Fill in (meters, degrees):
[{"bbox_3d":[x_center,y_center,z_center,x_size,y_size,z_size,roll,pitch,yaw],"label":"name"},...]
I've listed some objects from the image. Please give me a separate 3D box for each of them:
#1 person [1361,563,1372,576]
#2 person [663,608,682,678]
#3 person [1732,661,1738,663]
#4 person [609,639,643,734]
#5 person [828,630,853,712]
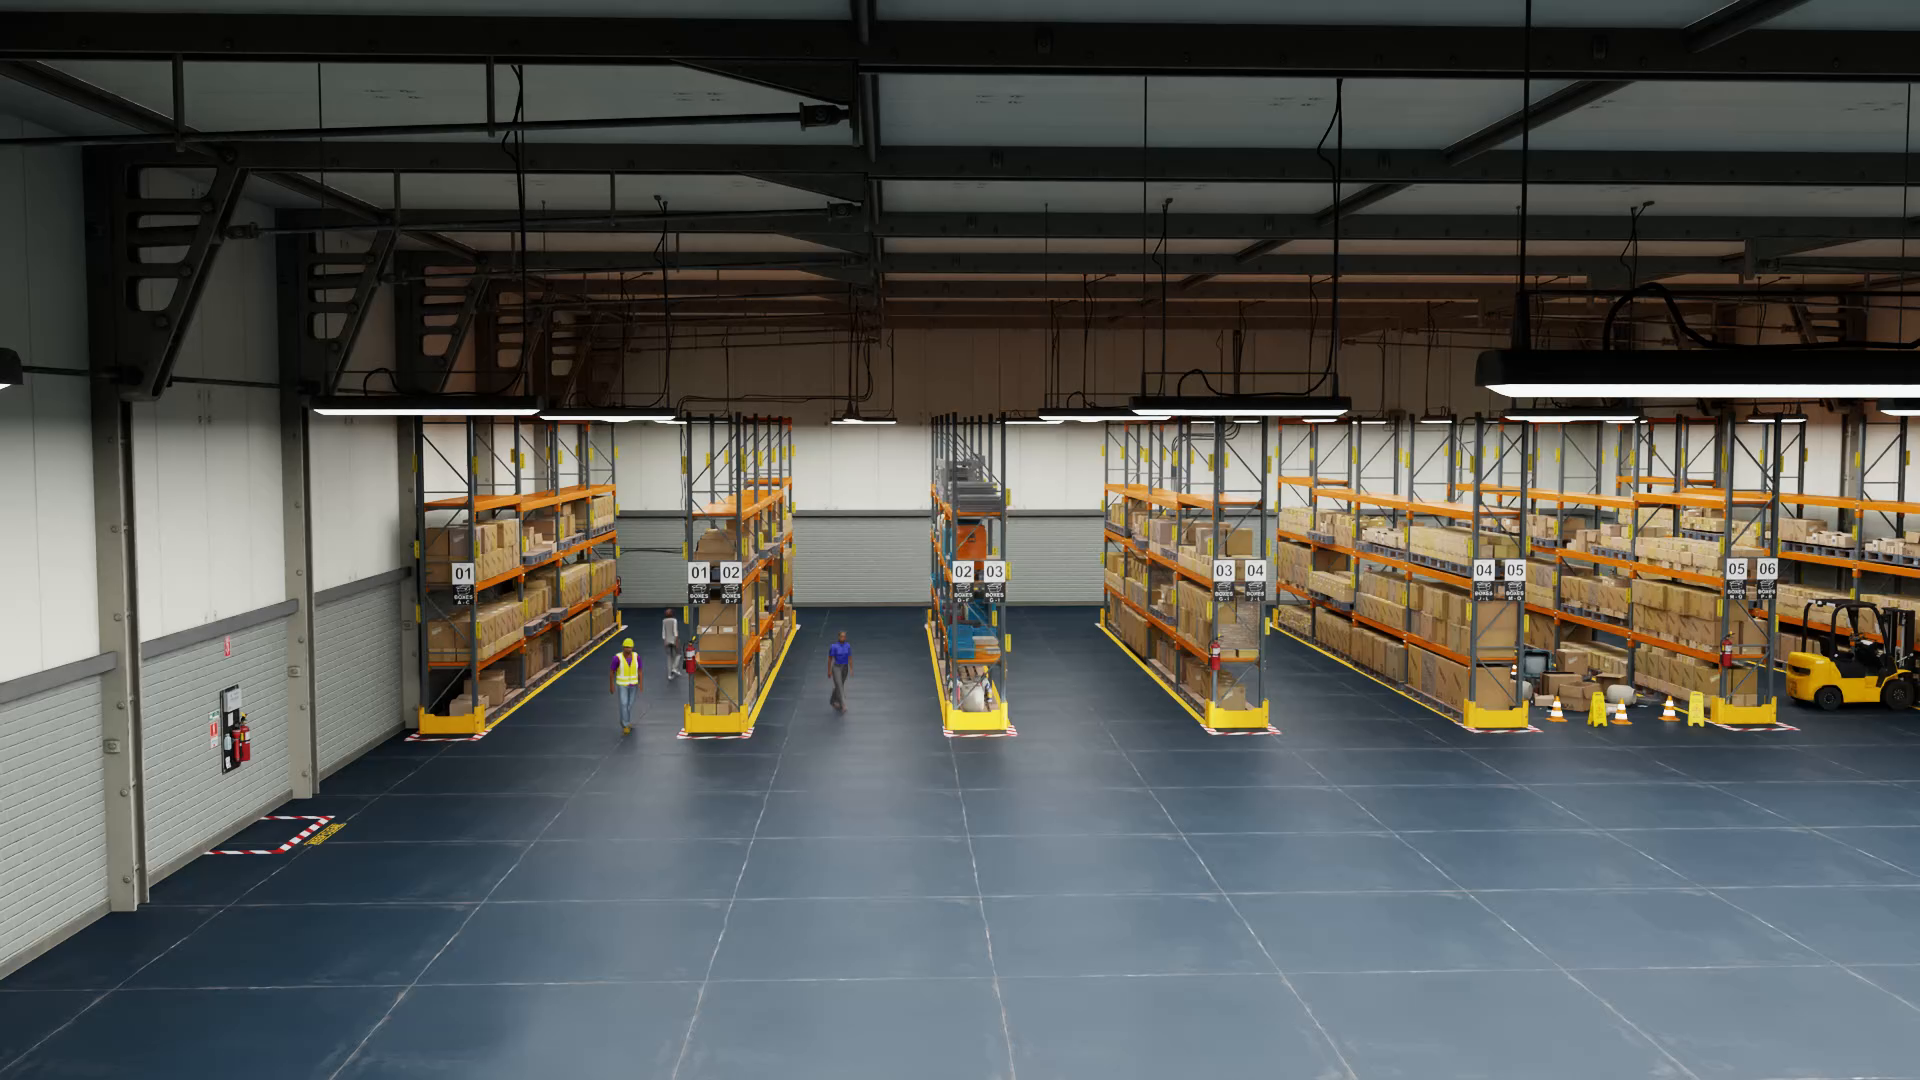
[{"bbox_3d":[12.264,1.492,49.919,0.933,1.643,0.483,-1,4,-10],"label":"person"},{"bbox_3d":[-6.558,2.346,37.815,0.454,1.586,0.441,0,4,4],"label":"person"},{"bbox_3d":[16.584,2.394,35.933,0.573,1.784,0.551,0,4,-4],"label":"person"},{"bbox_3d":[-6.233,2.709,31.241,0.590,1.716,0.945,-3,5,-36],"label":"person"},{"bbox_3d":[-2.388,2.618,33.459,0.487,1.602,0.980,-3,5,-40],"label":"person"}]
